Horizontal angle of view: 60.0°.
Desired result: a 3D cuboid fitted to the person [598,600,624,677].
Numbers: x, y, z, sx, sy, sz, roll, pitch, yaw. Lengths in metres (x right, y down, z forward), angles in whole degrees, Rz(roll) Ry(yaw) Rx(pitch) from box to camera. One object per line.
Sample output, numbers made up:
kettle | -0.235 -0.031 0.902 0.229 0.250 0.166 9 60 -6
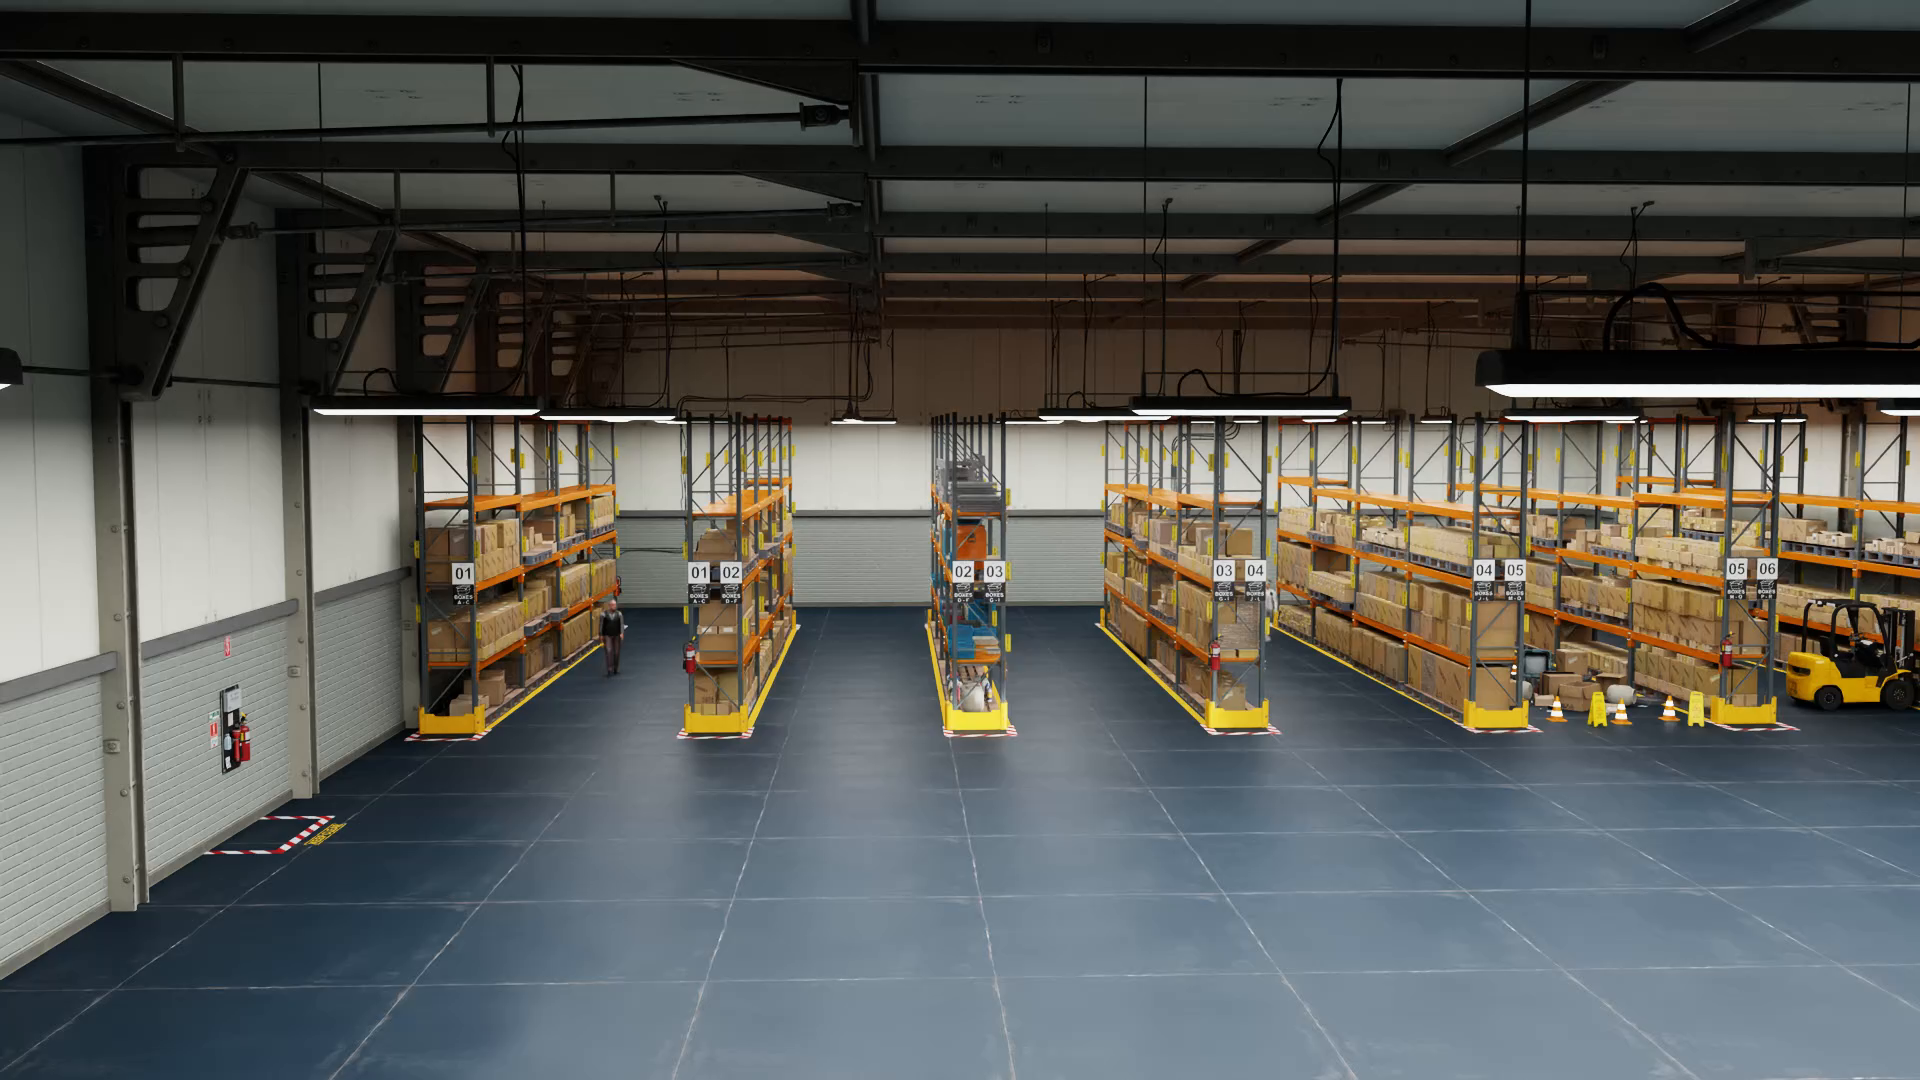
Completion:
person | -8.004 2.275 38.402 0.568 1.723 0.755 -2 4 -26

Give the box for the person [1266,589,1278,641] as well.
person | 8.270 1.976 44.566 0.470 1.381 1.015 0 4 -4
